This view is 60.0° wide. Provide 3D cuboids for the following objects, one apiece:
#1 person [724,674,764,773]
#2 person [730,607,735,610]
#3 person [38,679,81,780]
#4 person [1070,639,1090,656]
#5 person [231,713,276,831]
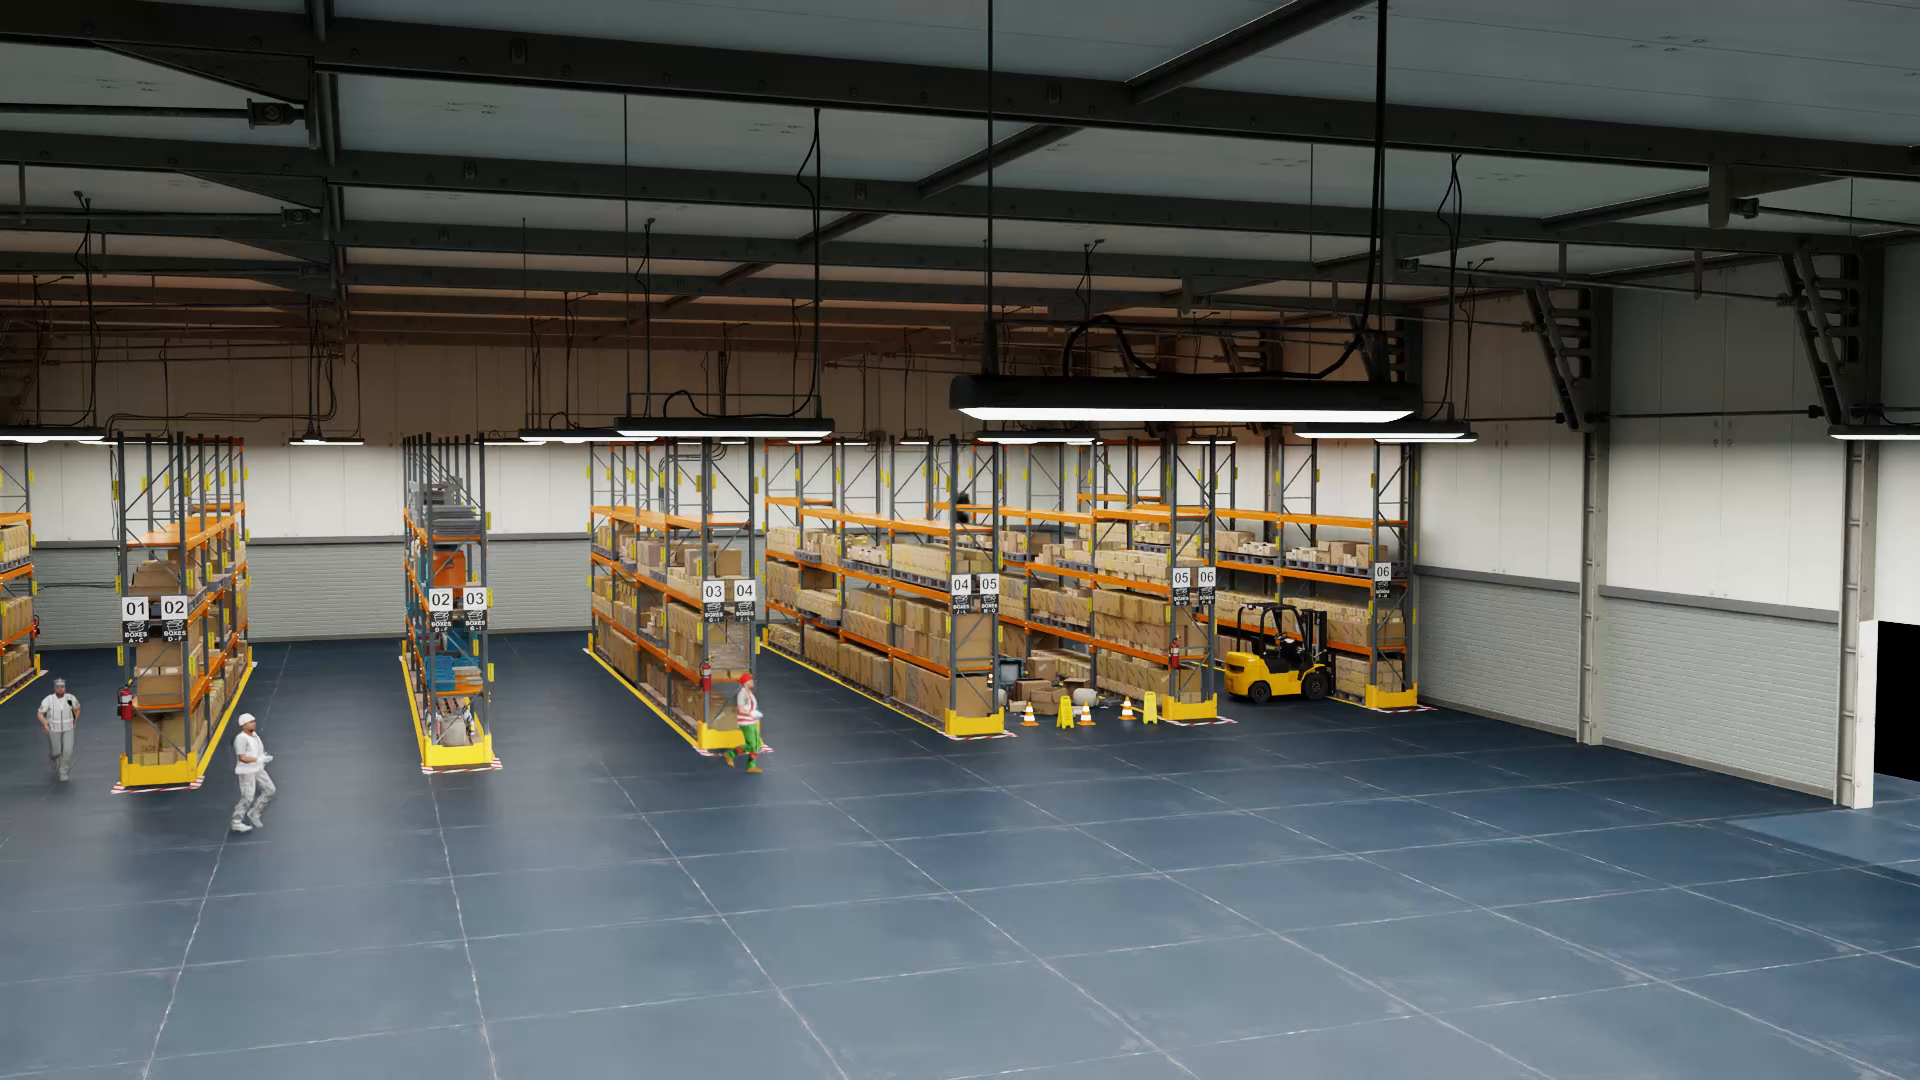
[{"bbox_3d":[-3.790,3.224,29.263,0.714,1.749,0.653,0,3,4],"label":"person"},{"bbox_3d":[-6.824,2.268,47.643,0.624,1.614,0.588,1,3,21],"label":"person"},{"bbox_3d":[-15.612,3.270,28.862,0.672,1.760,0.644,-2,4,-37],"label":"person"},{"bbox_3d":[3.228,2.390,44.865,0.526,1.721,0.866,-1,3,-22],"label":"person"},{"bbox_3d":[-10.513,3.460,24.776,0.672,1.767,0.697,0,3,4],"label":"person"}]
